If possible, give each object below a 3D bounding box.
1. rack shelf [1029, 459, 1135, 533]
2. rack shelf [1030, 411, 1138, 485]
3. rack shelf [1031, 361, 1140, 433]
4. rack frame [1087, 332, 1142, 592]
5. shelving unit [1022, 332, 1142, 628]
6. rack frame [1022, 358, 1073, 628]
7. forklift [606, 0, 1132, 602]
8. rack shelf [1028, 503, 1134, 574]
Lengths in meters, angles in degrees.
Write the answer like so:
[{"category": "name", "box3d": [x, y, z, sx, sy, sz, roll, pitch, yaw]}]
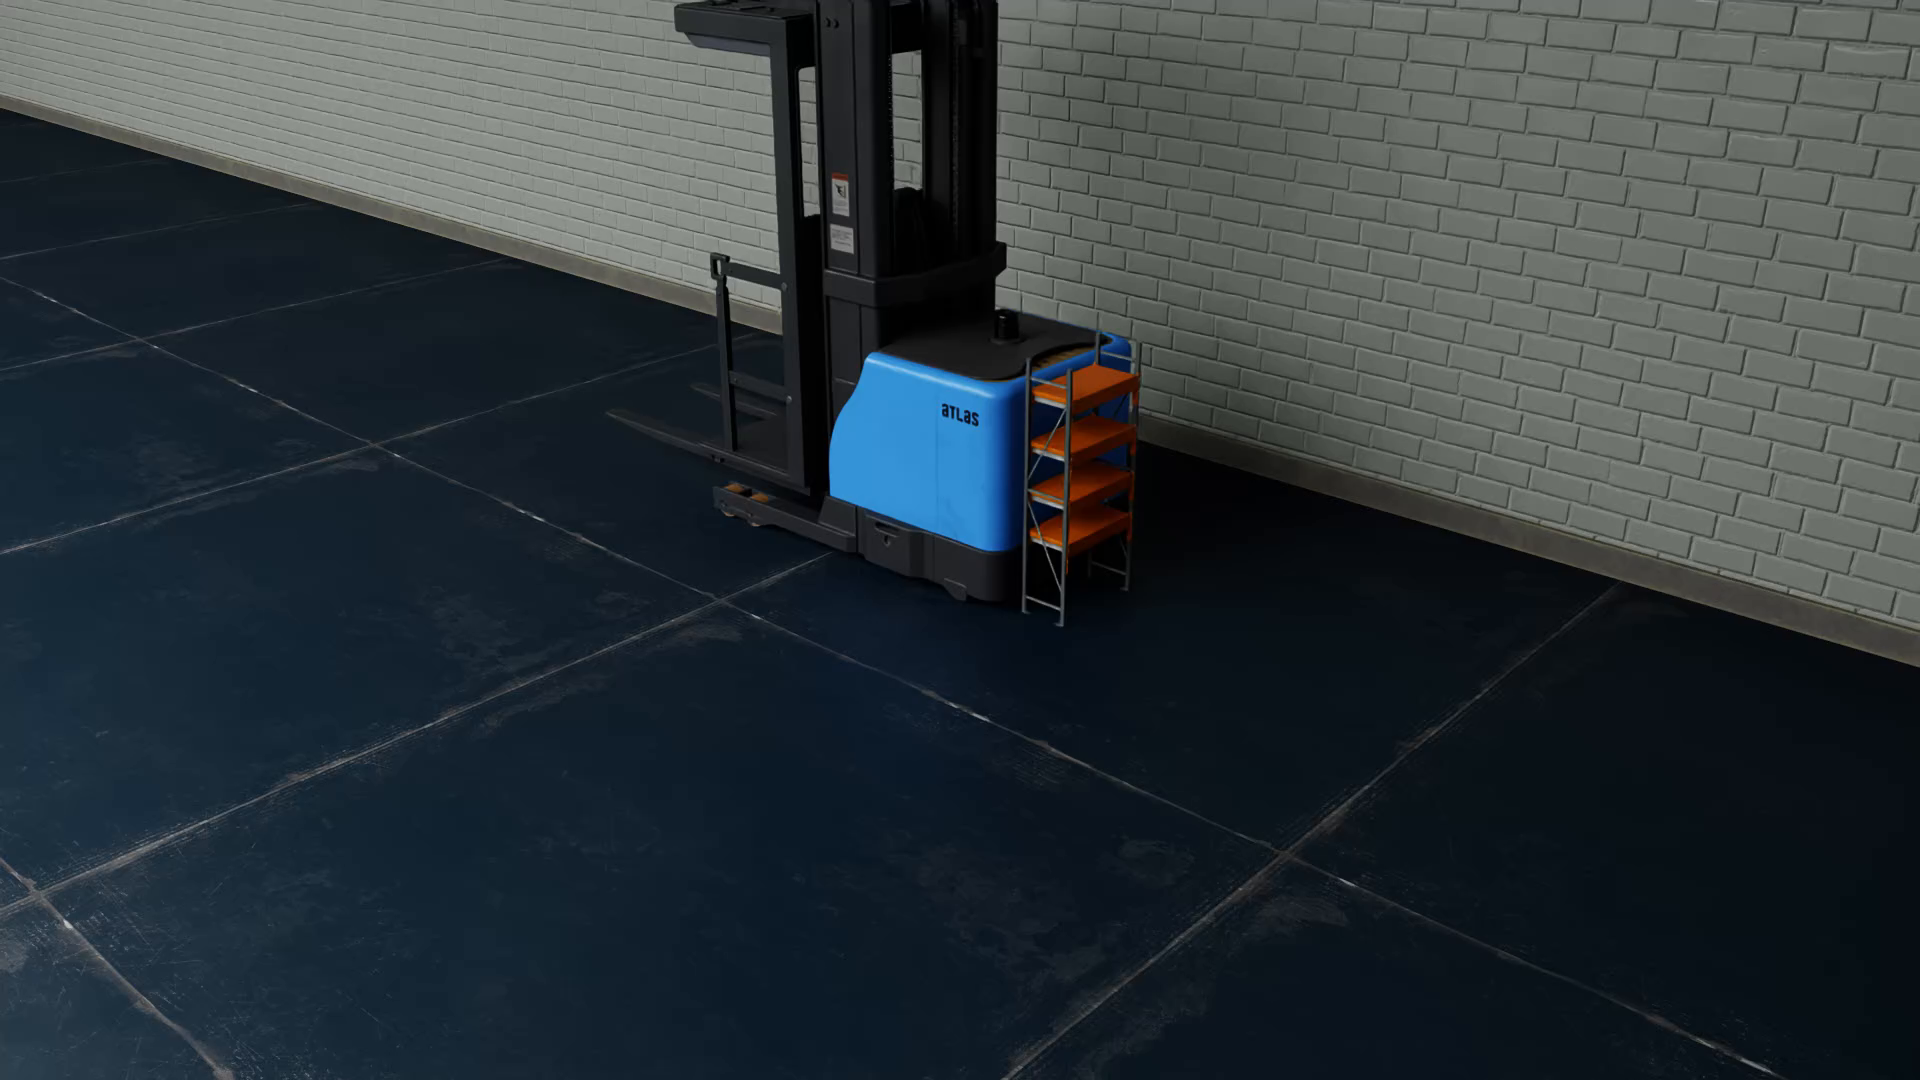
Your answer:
[{"category": "rack shelf", "box3d": [0.535, -0.204, 7.403, 0.258, 0.148, 0.480, 20, 31, 37]}, {"category": "rack shelf", "box3d": [0.535, -0.408, 7.311, 0.258, 0.148, 0.480, 20, 31, 37]}, {"category": "rack shelf", "box3d": [0.535, -0.624, 7.214, 0.258, 0.148, 0.480, 20, 31, 37]}, {"category": "rack frame", "box3d": [0.696, -0.341, 7.543, 0.240, 1.200, 0.015, 20, 31, 37]}, {"category": "shelving unit", "box3d": [0.535, -0.266, 7.375, 0.258, 1.200, 0.503, 20, 31, 37]}, {"category": "rack frame", "box3d": [0.374, -0.191, 7.208, 0.240, 1.200, 0.015, 20, 31, 37]}, {"category": "forklift", "box3d": [-0.626, -1.546, 8.115, 3.031, 2.935, 1.130, 20, 31, 37]}, {"category": "rack shelf", "box3d": [0.535, -0.023, 7.484, 0.258, 0.148, 0.480, 20, 31, 37]}]
